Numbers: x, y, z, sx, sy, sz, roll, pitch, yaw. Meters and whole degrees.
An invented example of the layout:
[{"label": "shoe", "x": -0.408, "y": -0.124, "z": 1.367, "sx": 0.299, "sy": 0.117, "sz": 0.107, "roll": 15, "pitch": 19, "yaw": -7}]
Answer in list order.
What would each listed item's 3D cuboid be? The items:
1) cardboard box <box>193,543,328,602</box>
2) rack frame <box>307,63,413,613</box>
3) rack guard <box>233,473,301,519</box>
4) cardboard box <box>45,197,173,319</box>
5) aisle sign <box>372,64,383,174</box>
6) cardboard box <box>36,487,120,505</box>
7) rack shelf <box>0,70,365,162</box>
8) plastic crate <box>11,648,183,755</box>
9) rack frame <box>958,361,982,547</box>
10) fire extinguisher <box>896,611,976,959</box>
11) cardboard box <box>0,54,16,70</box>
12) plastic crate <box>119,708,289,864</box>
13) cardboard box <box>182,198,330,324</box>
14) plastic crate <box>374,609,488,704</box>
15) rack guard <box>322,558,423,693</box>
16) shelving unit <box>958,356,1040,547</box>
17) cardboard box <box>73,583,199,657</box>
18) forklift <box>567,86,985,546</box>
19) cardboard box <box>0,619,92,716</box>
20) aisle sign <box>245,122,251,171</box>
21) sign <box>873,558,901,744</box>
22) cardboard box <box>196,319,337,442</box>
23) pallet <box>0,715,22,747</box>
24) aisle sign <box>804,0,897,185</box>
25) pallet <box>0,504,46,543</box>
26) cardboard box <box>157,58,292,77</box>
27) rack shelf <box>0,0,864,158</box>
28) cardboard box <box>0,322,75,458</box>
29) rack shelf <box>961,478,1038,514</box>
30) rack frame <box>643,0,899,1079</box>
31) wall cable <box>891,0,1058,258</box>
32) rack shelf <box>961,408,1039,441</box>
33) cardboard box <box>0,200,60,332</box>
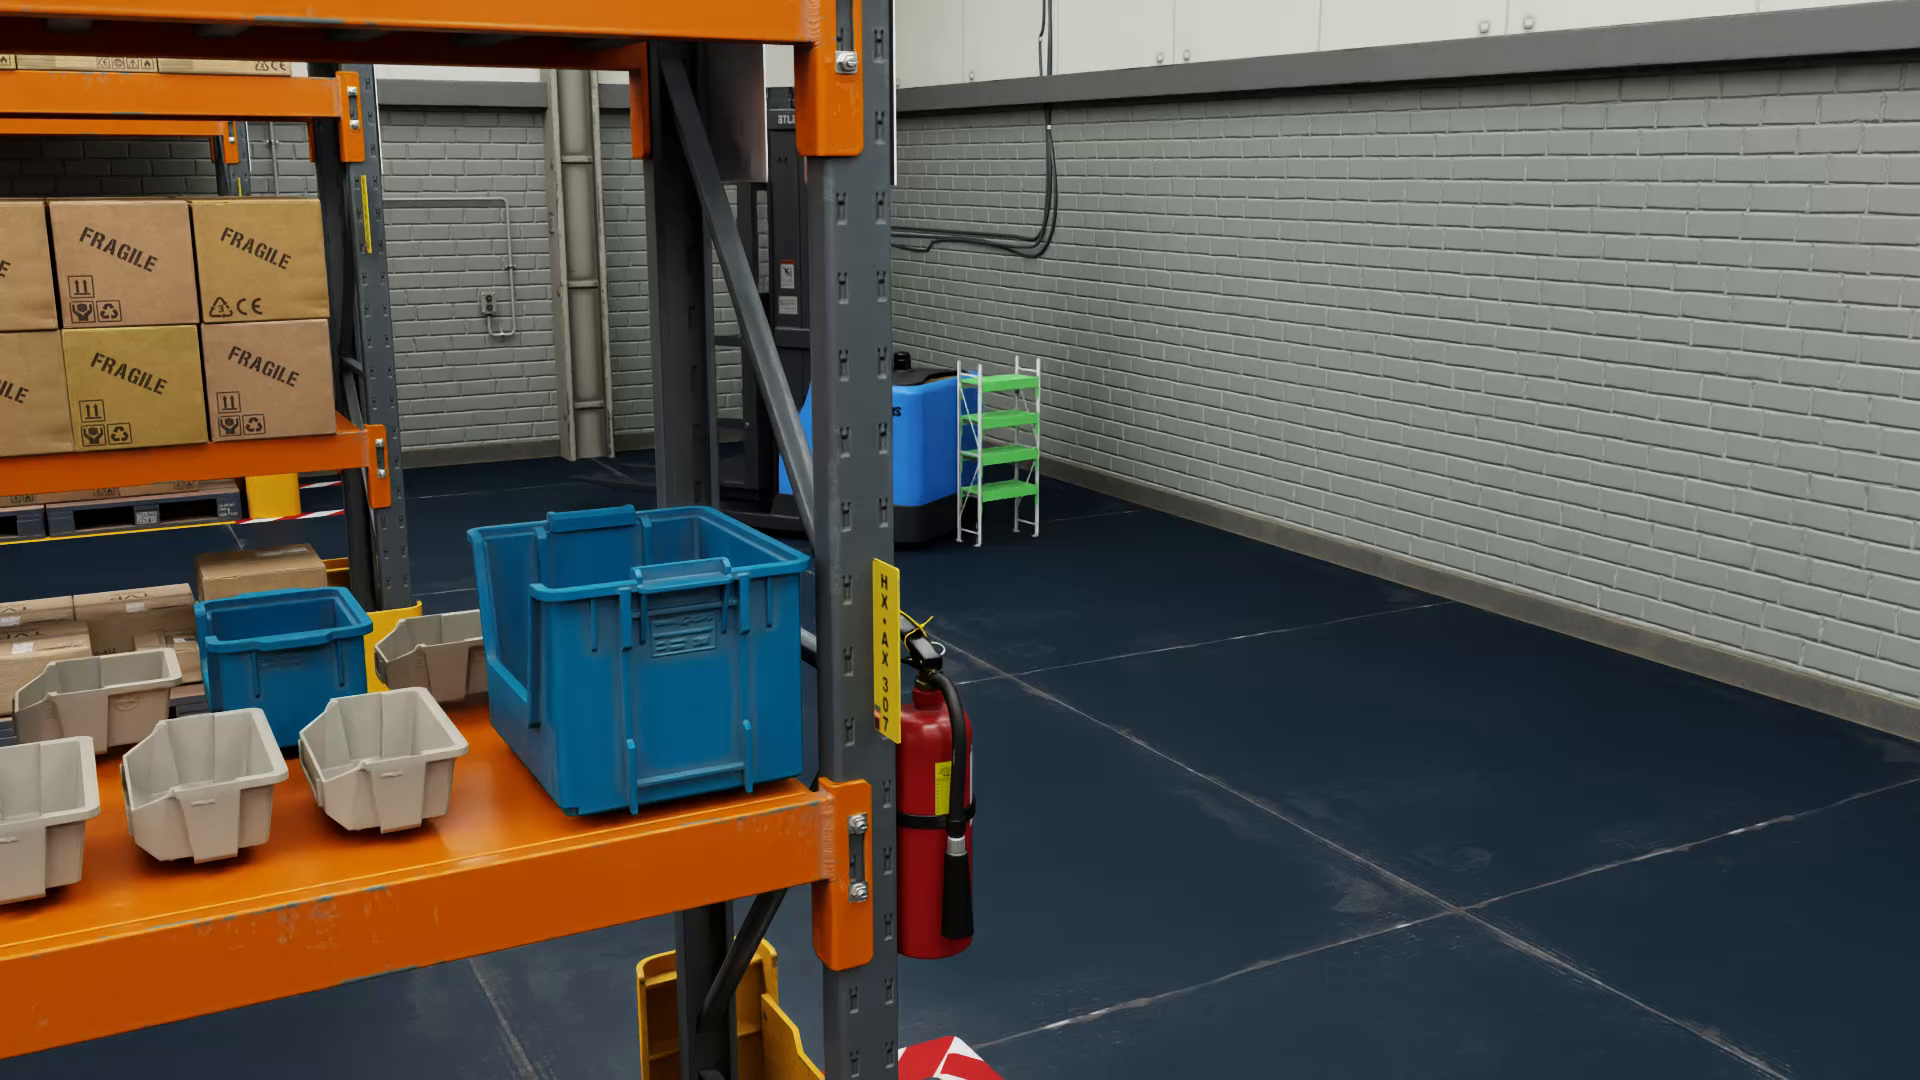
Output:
[{"label": "cardboard box", "x": -3.140, "y": 0.331, "z": 7.498, "sx": 0.500, "sy": 0.500, "sz": 0.500, "roll": -7, "pitch": 14, "yaw": -28}, {"label": "rack frame", "x": -2.781, "y": -0.779, "z": 7.737, "sx": 0.127, "sy": 3.000, "sz": 1.000, "roll": -7, "pitch": 14, "yaw": -28}, {"label": "rack guard", "x": -5.136, "y": -0.516, "z": 12.263, "sx": 0.348, "sy": 0.500, "sz": 1.175, "roll": -7, "pitch": 14, "yaw": -28}, {"label": "cardboard box", "x": -3.752, "y": -1.263, "z": 7.384, "sx": 0.500, "sy": 0.500, "sz": 0.500, "roll": -7, "pitch": 14, "yaw": -27}, {"label": "aisle sign", "x": -2.574, "y": -1.995, "z": 7.221, "sx": 0.004, "sy": 0.787, "sz": 0.394, "roll": -7, "pitch": 14, "yaw": -28}, {"label": "cardboard box", "x": -6.163, "y": -0.573, "z": 11.559, "sx": 0.500, "sy": 0.500, "sz": 0.700, "roll": -7, "pitch": 14, "yaw": -28}, {"label": "rack shelf", "x": -4.536, "y": -1.681, "z": 6.552, "sx": 4.000, "sy": 0.370, "sz": 1.077, "roll": -7, "pitch": 14, "yaw": -28}, {"label": "plastic crate", "x": -1.702, "y": 0.327, "z": 3.286, "sx": 0.298, "sy": 0.136, "sz": 0.250, "roll": -7, "pitch": 14, "yaw": -28}, {"label": "rack frame", "x": 0.063, "y": -0.562, "z": 10.873, "sx": 0.015, "sy": 1.200, "sz": 0.240, "roll": -10, "pitch": 16, "yaw": -36}, {"label": "fire extinguisher", "x": -0.060, "y": 0.468, "z": 3.225, "sx": 0.183, "sy": 0.674, "sz": 0.296, "roll": -7, "pitch": 14, "yaw": -28}, {"label": "cardboard box", "x": -3.982, "y": -1.958, "z": 6.489, "sx": 0.500, "sy": 0.250, "sz": 0.500, "roll": -7, "pitch": 14, "yaw": -28}, {"label": "plastic crate", "x": -1.301, "y": 0.424, "z": 2.857, "sx": 0.243, "sy": 0.136, "sz": 0.396, "roll": -7, "pitch": 14, "yaw": -28}, {"label": "cardboard box", "x": -3.040, "y": -1.215, "z": 7.173, "sx": 0.500, "sy": 0.500, "sz": 0.500, "roll": -7, "pitch": 14, "yaw": -28}, {"label": "plastic crate", "x": -1.106, "y": 0.256, "z": 3.604, "sx": 0.298, "sy": 0.136, "sz": 0.250, "roll": -7, "pitch": 14, "yaw": -28}, {"label": "rack guard", "x": -2.847, "y": 0.449, "z": 7.976, "sx": 0.348, "sy": 0.500, "sz": 1.175, "roll": -7, "pitch": 14, "yaw": -28}, {"label": "shelving unit", "x": 0.257, "y": -0.594, "z": 11.018, "sx": 0.503, "sy": 1.200, "sz": 0.258, "roll": -10, "pitch": 16, "yaw": -36}, {"label": "cardboard box", "x": -3.833, "y": 0.403, "z": 7.746, "sx": 0.500, "sy": 0.250, "sz": 0.500, "roll": -7, "pitch": 14, "yaw": -28}, {"label": "forklift", "x": -1.374, "y": -1.585, "z": 11.477, "sx": 3.031, "sy": 2.935, "sz": 1.130, "roll": 6, "pitch": 14, "yaw": 27}, {"label": "cardboard box", "x": -3.988, "y": 0.547, "z": 7.107, "sx": 0.500, "sy": 0.250, "sz": 0.500, "roll": -7, "pitch": 14, "yaw": -28}, {"label": "aisle sign", "x": -4.951, "y": -2.951, "z": 11.469, "sx": 0.004, "sy": 0.787, "sz": 0.394, "roll": -7, "pitch": 14, "yaw": -28}, {"label": "sign", "x": -0.133, "y": 0.201, "z": 3.012, "sx": 0.005, "sy": 0.325, "sz": 0.100, "roll": -7, "pitch": 14, "yaw": -28}, {"label": "cardboard box", "x": -3.043, "y": -0.728, "z": 7.284, "sx": 0.500, "sy": 0.500, "sz": 0.500, "roll": -6, "pitch": 14, "yaw": -26}, {"label": "pallet", "x": -4.616, "y": 0.801, "z": 7.068, "sx": 1.213, "sy": 0.211, "sz": 1.003, "roll": -7, "pitch": 14, "yaw": -28}, {"label": "aisle sign", "x": -0.207, "y": -1.043, "z": 2.991, "sx": 0.004, "sy": 0.787, "sz": 0.394, "roll": -7, "pitch": 14, "yaw": -28}, {"label": "pallet", "x": -6.891, "y": -0.146, "z": 11.276, "sx": 1.213, "sy": 0.211, "sz": 1.003, "roll": -7, "pitch": 14, "yaw": -28}, {"label": "cardboard box", "x": -3.105, "y": -2.064, "z": 6.958, "sx": 0.500, "sy": 0.250, "sz": 0.500, "roll": -7, "pitch": 14, "yaw": -28}, {"label": "rack shelf", "x": -2.166, "y": -0.726, "z": 2.308, "sx": 4.000, "sy": 0.370, "sz": 1.077, "roll": -7, "pitch": 14, "yaw": -28}, {"label": "cardboard box", "x": -3.938, "y": -0.621, "z": 6.810, "sx": 0.500, "sy": 0.500, "sz": 0.500, "roll": -7, "pitch": 14, "yaw": -27}, {"label": "rack shelf", "x": 0.257, "y": -0.298, "z": 11.085, "sx": 0.480, "sy": 0.148, "sz": 0.258, "roll": -10, "pitch": 16, "yaw": -36}, {"label": "rack frame", "x": -0.409, "y": 0.177, "z": 3.491, "sx": 0.053, "sy": 2.616, "sz": 0.949, "roll": -7, "pitch": 14, "yaw": -28}, {"label": "wall cable", "x": -0.022, "y": -3.671, "z": 13.997, "sx": 0.112, "sy": 2.526, "sz": 3.097, "roll": -7, "pitch": 14, "yaw": -28}, {"label": "rack shelf", "x": 0.257, "y": -0.766, "z": 10.979, "sx": 0.480, "sy": 0.148, "sz": 0.258, "roll": -10, "pitch": 16, "yaw": -36}, {"label": "cardboard box", "x": -3.935, "y": -1.107, "z": 6.690, "sx": 0.500, "sy": 0.500, "sz": 0.500, "roll": -6, "pitch": 14, "yaw": -26}]
